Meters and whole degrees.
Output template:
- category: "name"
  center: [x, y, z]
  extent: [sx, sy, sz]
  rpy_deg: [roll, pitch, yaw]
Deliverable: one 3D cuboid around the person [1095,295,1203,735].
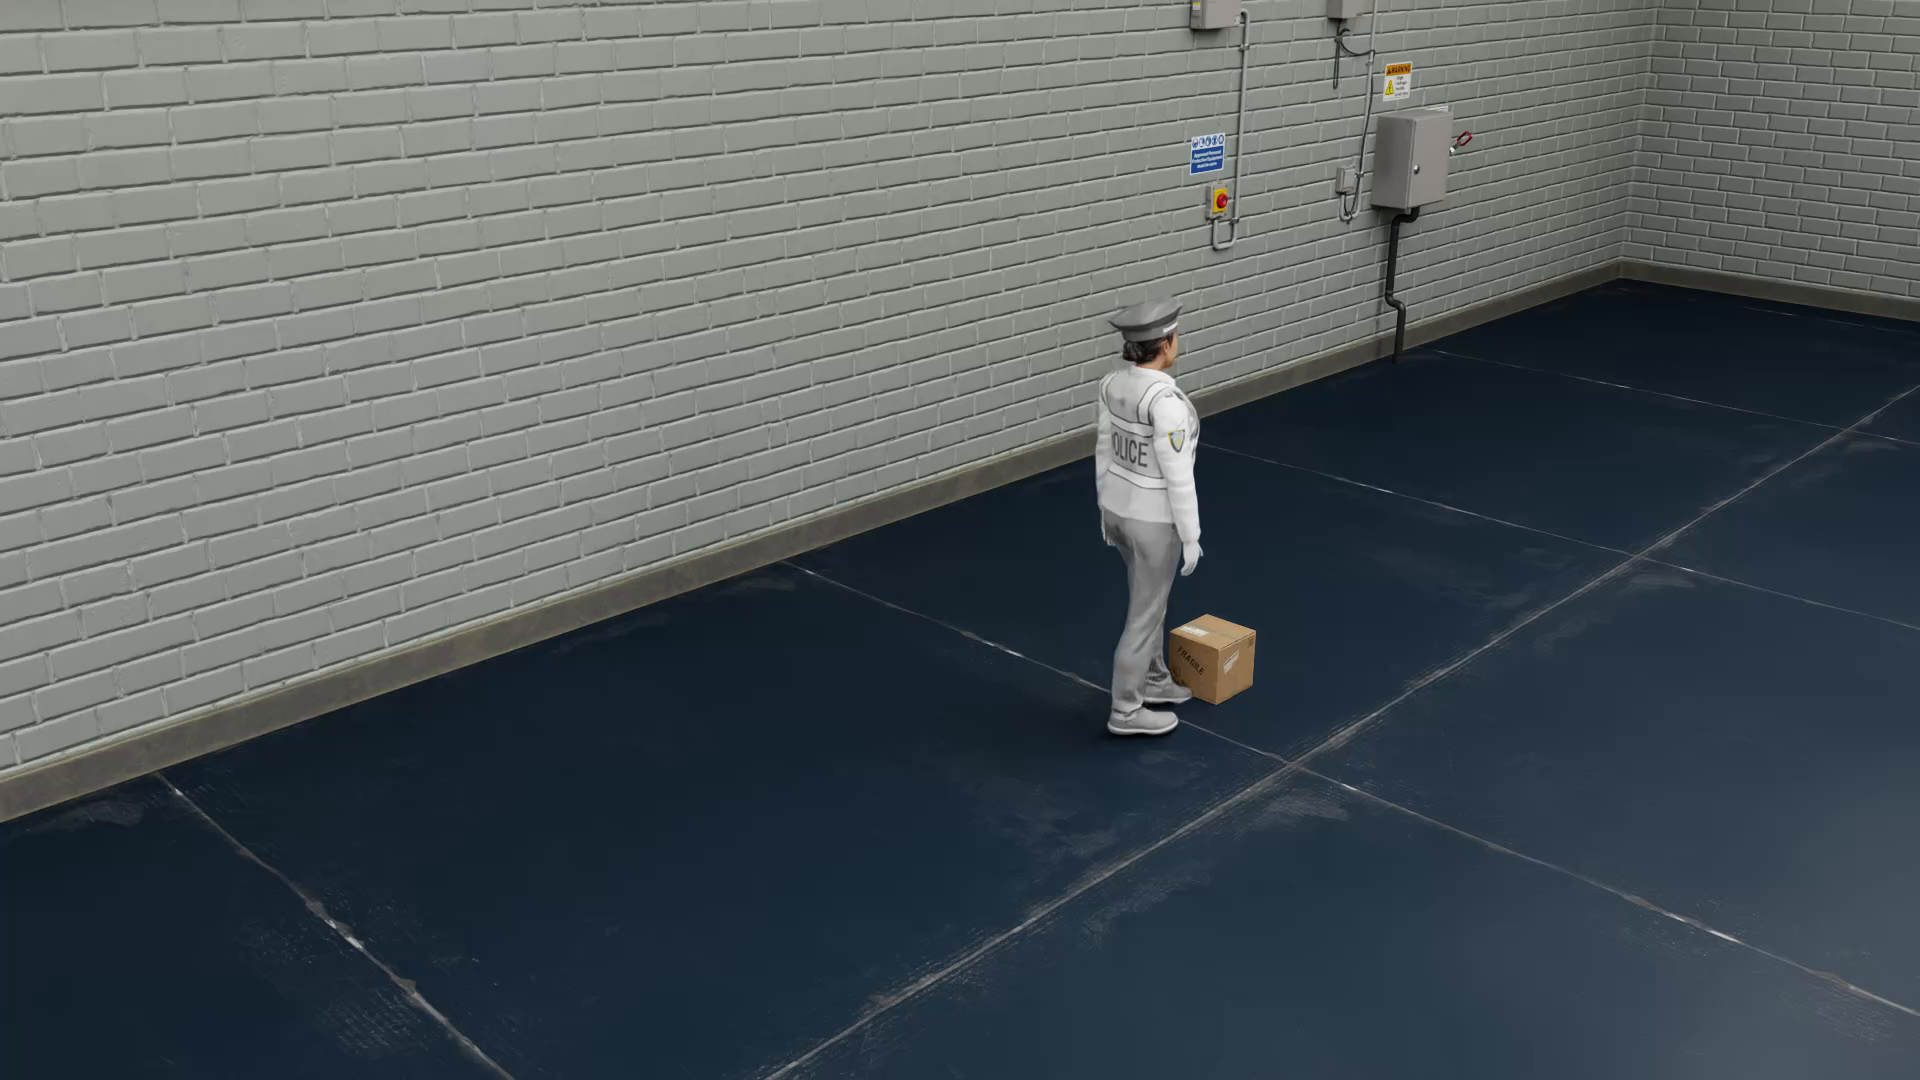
- category: "person"
  center: [0.784, -0.065, 6.246]
  extent: [0.505, 1.709, 0.516]
  rpy_deg: [-9, 23, -23]
